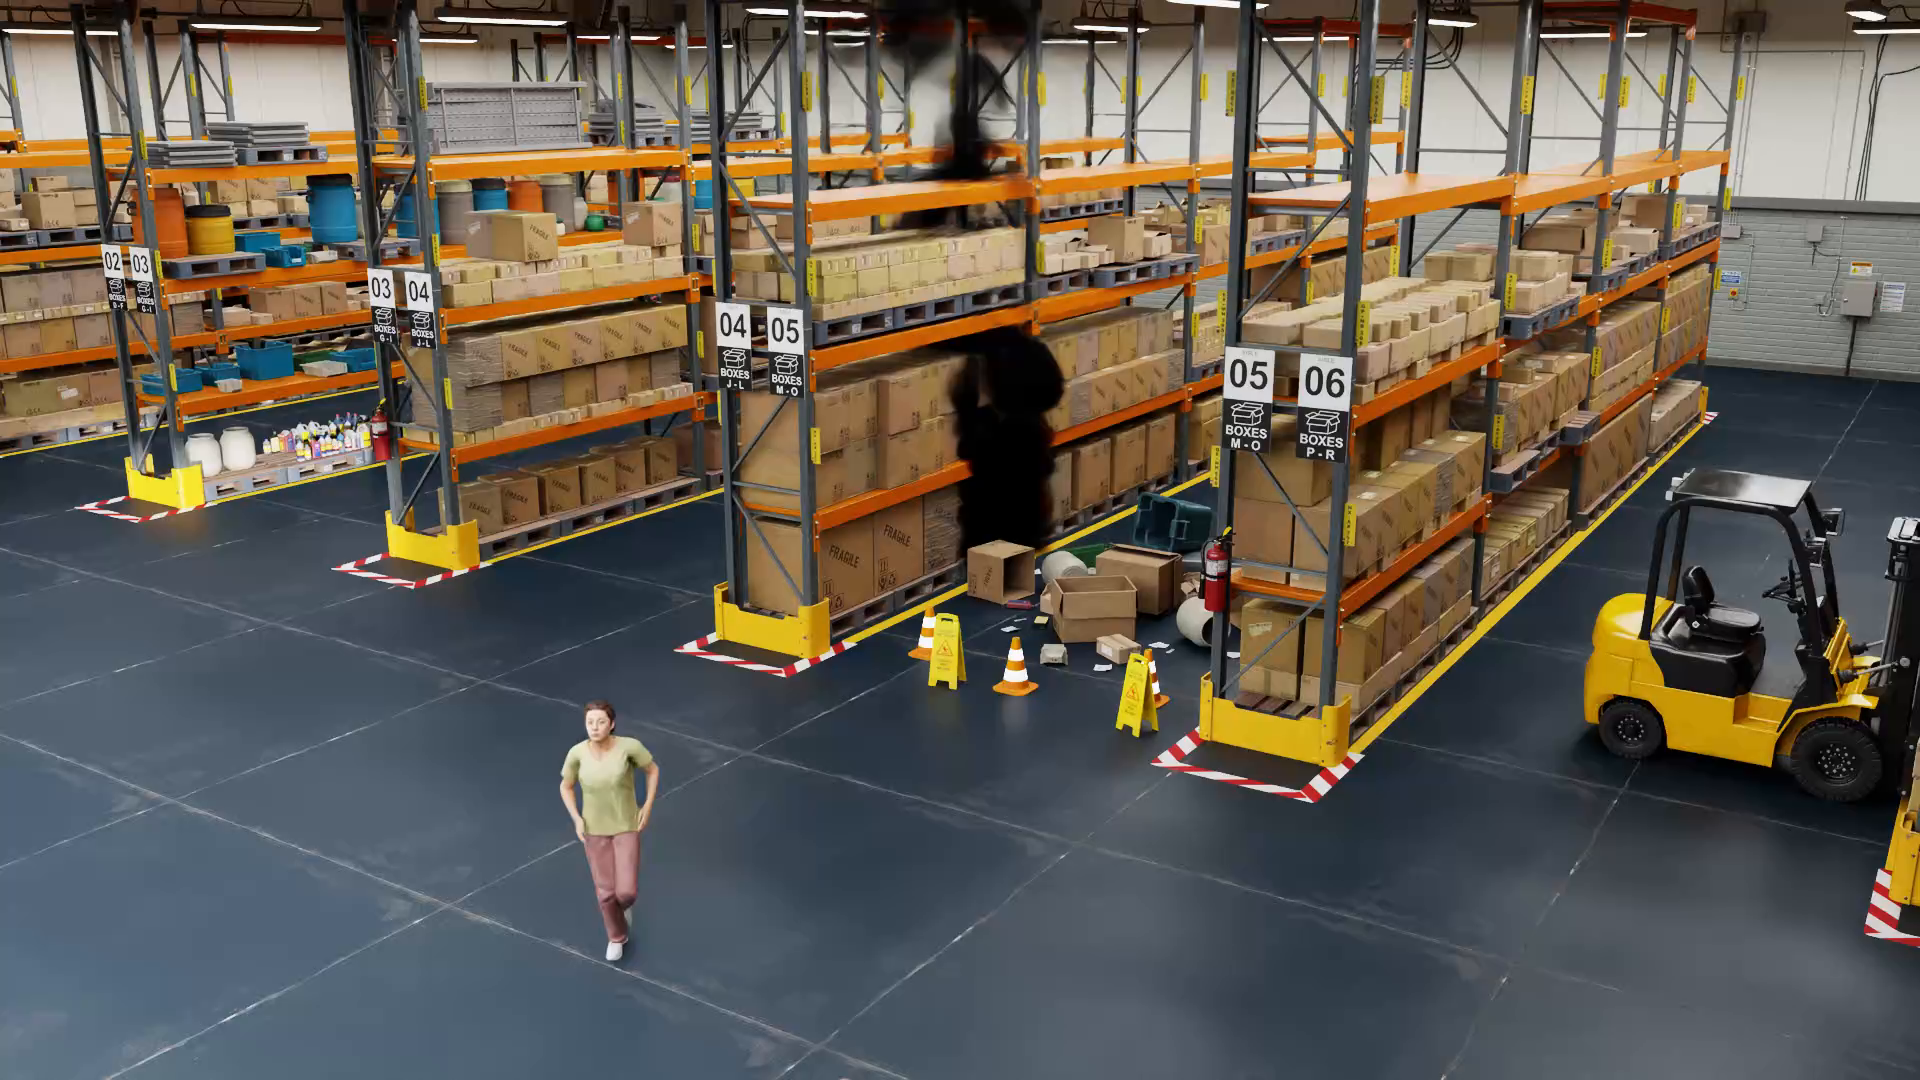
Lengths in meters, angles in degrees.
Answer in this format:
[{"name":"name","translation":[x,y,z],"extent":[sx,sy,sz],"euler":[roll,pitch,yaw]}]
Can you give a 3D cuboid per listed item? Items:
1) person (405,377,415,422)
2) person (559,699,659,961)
[{"name":"person","translation":[-8.321,-2.747,25.766],"extent":[0.651,1.842,0.767],"euler":[8,17,26]},{"name":"person","translation":[-2.096,1.734,9.976],"extent":[0.584,1.633,0.535],"euler":[-2,16,-6]}]
